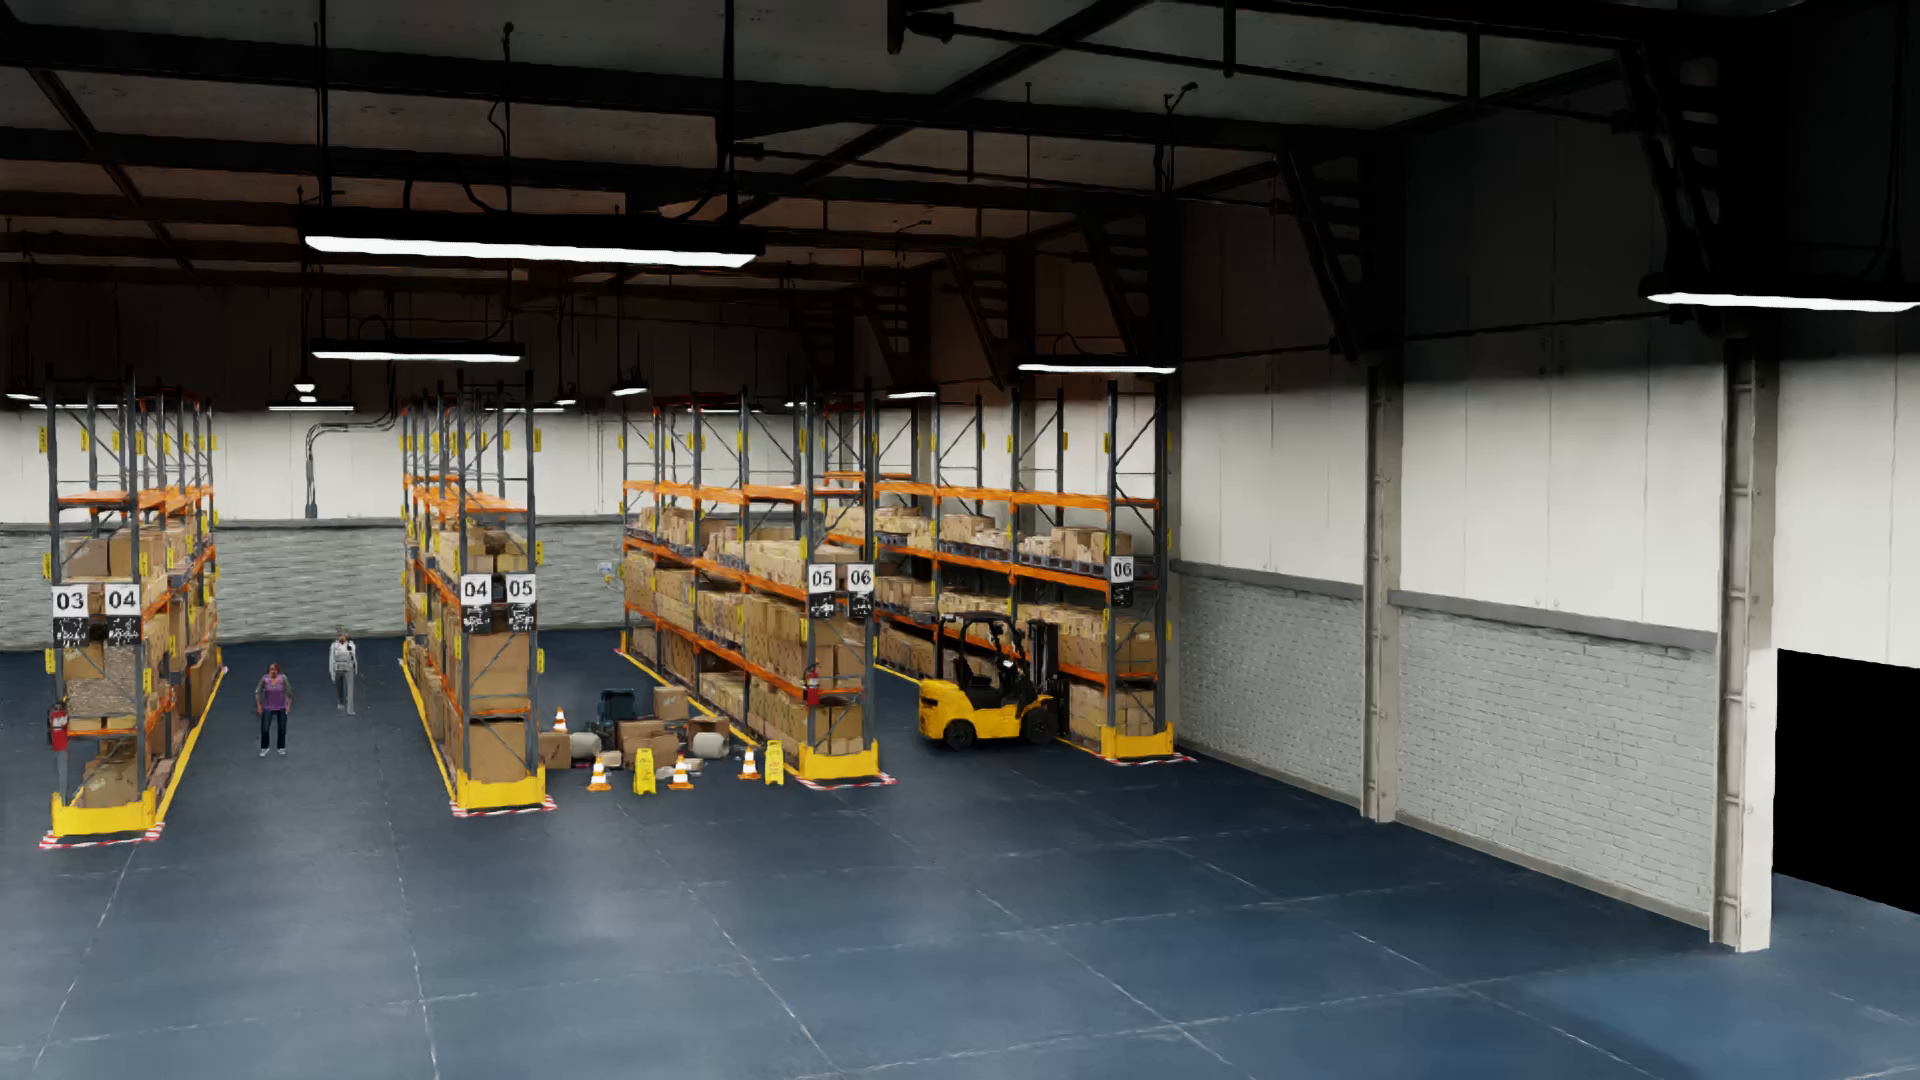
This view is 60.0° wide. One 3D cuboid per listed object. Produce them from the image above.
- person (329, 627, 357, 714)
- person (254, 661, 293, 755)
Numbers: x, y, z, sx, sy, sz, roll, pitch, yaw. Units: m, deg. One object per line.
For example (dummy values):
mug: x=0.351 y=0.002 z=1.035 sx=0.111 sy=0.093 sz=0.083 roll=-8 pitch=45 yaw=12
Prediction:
person: x=-11.400 y=2.394 z=30.723 sx=0.495 sy=1.587 sz=1.086 roll=-1 pitch=4 yaw=-19
person: x=-10.962 y=2.689 z=26.570 sx=0.566 sy=1.534 sz=0.519 roll=-1 pitch=4 yaw=-23
